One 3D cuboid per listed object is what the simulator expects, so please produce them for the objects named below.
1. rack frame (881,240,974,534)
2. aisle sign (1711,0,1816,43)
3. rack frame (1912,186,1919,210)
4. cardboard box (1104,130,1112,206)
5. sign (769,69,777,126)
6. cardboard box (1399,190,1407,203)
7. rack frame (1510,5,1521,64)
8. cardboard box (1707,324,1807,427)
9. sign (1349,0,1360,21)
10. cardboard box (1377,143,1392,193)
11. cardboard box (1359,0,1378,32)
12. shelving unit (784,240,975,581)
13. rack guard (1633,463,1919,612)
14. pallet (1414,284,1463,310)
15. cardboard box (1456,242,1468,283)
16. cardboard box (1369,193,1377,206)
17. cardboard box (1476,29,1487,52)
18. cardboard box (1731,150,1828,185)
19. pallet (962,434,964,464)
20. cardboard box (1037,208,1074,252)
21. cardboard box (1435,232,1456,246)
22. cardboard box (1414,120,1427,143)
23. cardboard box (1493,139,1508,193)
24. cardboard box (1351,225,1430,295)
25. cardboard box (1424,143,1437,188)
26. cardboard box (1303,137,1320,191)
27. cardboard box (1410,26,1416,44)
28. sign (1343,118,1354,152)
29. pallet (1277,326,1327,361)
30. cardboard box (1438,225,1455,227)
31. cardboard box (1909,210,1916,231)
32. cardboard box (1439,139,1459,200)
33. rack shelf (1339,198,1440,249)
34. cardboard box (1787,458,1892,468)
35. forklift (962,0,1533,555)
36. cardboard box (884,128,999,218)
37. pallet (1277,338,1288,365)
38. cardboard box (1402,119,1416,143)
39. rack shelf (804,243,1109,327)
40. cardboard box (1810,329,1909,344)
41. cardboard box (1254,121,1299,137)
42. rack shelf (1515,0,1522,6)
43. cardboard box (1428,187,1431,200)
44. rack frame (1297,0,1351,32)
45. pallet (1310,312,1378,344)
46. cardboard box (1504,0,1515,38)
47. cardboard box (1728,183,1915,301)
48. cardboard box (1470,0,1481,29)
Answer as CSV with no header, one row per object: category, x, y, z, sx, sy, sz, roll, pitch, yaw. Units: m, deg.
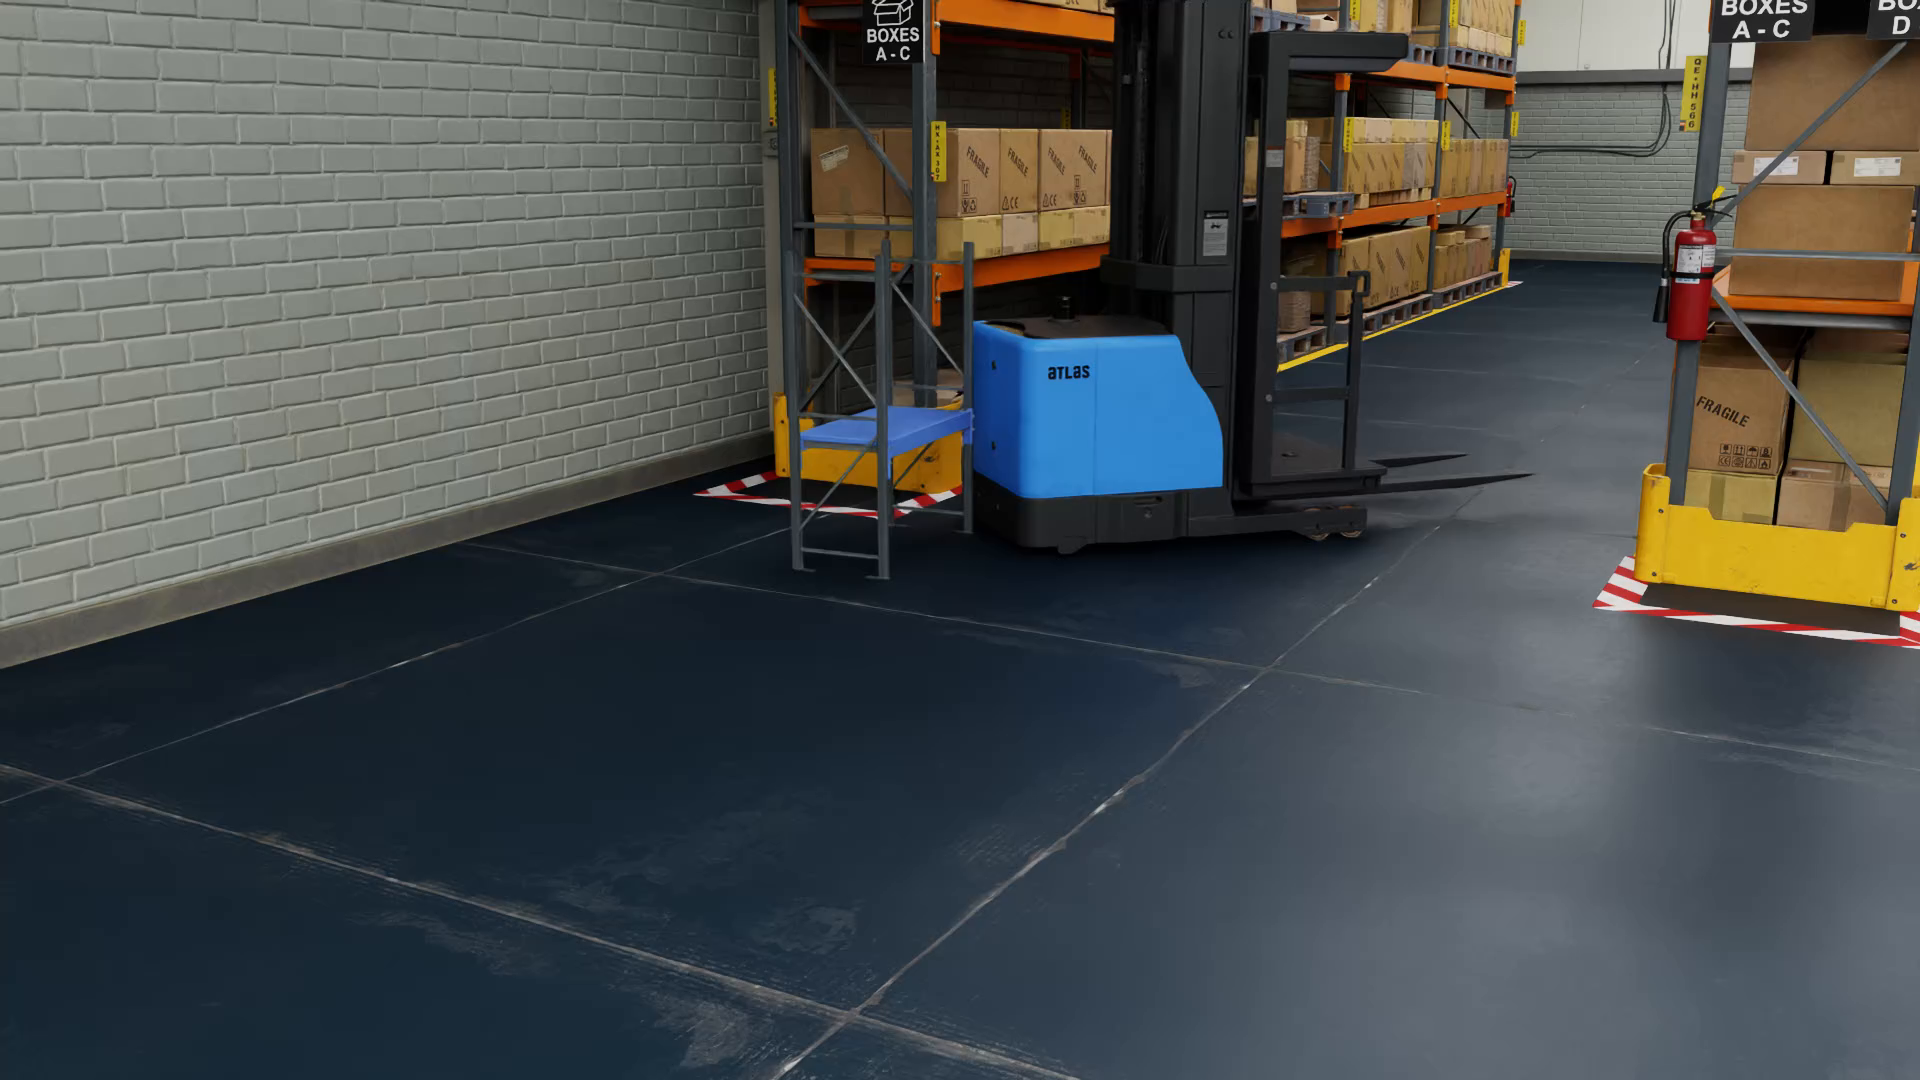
rack frame,-0.166,-0.784,8.586,0.500,1.500,0.032,6,15,22
aisle sign,3.452,-2.530,7.080,0.394,0.787,0.004,7,15,28
rack frame,7.608,-2.887,14.111,1.000,3.000,0.127,7,15,28
cardboard box,0.889,-2.591,11.560,0.500,0.500,0.500,7,15,26
sign,-1.073,-2.590,9.732,0.100,0.325,0.005,7,15,28
cardboard box,4.770,-3.849,18.591,0.380,0.149,0.250,7,15,28
rack frame,7.137,-8.006,22.540,1.000,3.000,0.127,7,15,28
cardboard box,4.453,-0.931,9.367,0.500,0.500,0.500,7,15,28
sign,3.744,-5.096,15.766,0.100,0.325,0.005,7,15,28
cardboard box,4.231,-3.930,17.543,0.500,0.500,0.500,7,15,28
cardboard box,3.943,-5.501,17.401,0.700,0.500,0.500,8,16,31
shelving unit,-0.366,-0.674,8.131,0.538,1.500,1.048,6,15,22
rack guard,3.729,-0.026,7.575,1.175,0.500,0.348,7,15,28
pallet,5.640,-3.060,20.777,1.003,0.211,1.213,7,15,28
cardboard box,6.151,-3.607,21.533,0.700,0.500,0.500,8,16,29
cardboard box,4.230,-3.644,17.742,0.380,0.149,0.250,8,16,29
cardboard box,6.269,-6.228,20.776,0.500,0.250,0.500,7,15,26
cardboard box,3.759,-1.710,7.629,0.380,0.149,0.250,7,15,27
pallet,-0.137,-0.629,10.694,1.003,0.211,1.213,7,15,28
cardboard box,0.407,-2.020,10.788,0.500,0.250,0.500,7,15,27
cardboard box,5.980,-3.764,20.801,0.380,0.149,0.250,8,16,30
cardboard box,4.946,-4.607,18.754,0.500,0.250,0.500,8,16,29
cardboard box,6.900,-5.129,22.770,0.980,0.700,0.700,8,16,31
cardboard box,5.003,-3.280,19.428,0.750,0.750,0.750,8,15,29
cardboard box,5.201,-4.348,19.279,0.500,0.500,0.500,7,15,27
cardboard box,3.052,-3.613,15.967,0.700,0.500,0.500,5,15,21
cardboard box,5.329,-6.074,20.137,0.500,0.250,0.500,8,15,29
sign,3.750,-3.913,16.062,0.100,0.325,0.005,7,15,28
pallet,2.891,-1.932,16.098,1.003,0.211,1.213,7,15,28
cardboard box,6.528,-4.183,22.537,0.380,0.149,0.250,7,15,28
cardboard box,7.415,-2.550,13.245,0.380,0.149,0.250,7,15,28
cardboard box,5.480,-4.524,20.258,0.980,0.700,0.700,8,16,29
rack shelf,4.237,-3.509,18.222,1.077,0.370,4.000,7,15,28
cardboard box,4.433,-0.301,8.355,0.500,0.250,0.500,7,15,28
forklift,1.588,-1.535,8.647,3.031,2.935,1.130,-4,14,-17
cardboard box,-0.103,-2.172,9.820,0.500,0.500,0.500,7,15,28
pallet,2.300,-1.683,15.064,1.003,0.211,1.213,7,15,28
cardboard box,4.700,-4.503,18.320,0.500,0.250,0.500,8,16,29
rack shelf,0.370,-1.867,11.414,1.077,0.370,4.000,7,15,28
cardboard box,4.922,-0.870,9.115,0.500,0.500,0.500,7,15,28
cardboard box,2.987,-3.884,15.708,0.380,0.149,0.250,5,14,19
rack shelf,6.171,-7.051,20.969,1.077,0.370,4.000,7,15,28
cardboard box,5.288,-4.055,19.446,0.380,0.149,0.250,8,15,29
rack frame,3.270,-6.364,15.732,1.000,3.000,0.127,7,15,28
pallet,3.717,-2.246,17.398,1.003,0.211,1.213,7,15,28
cardboard box,7.022,-6.911,22.010,0.500,0.500,0.500,7,15,28
cardboard box,3.978,-1.389,7.682,0.700,0.500,0.500,7,15,28
cardboard box,6.037,-6.492,20.272,0.500,0.500,0.500,7,15,27
